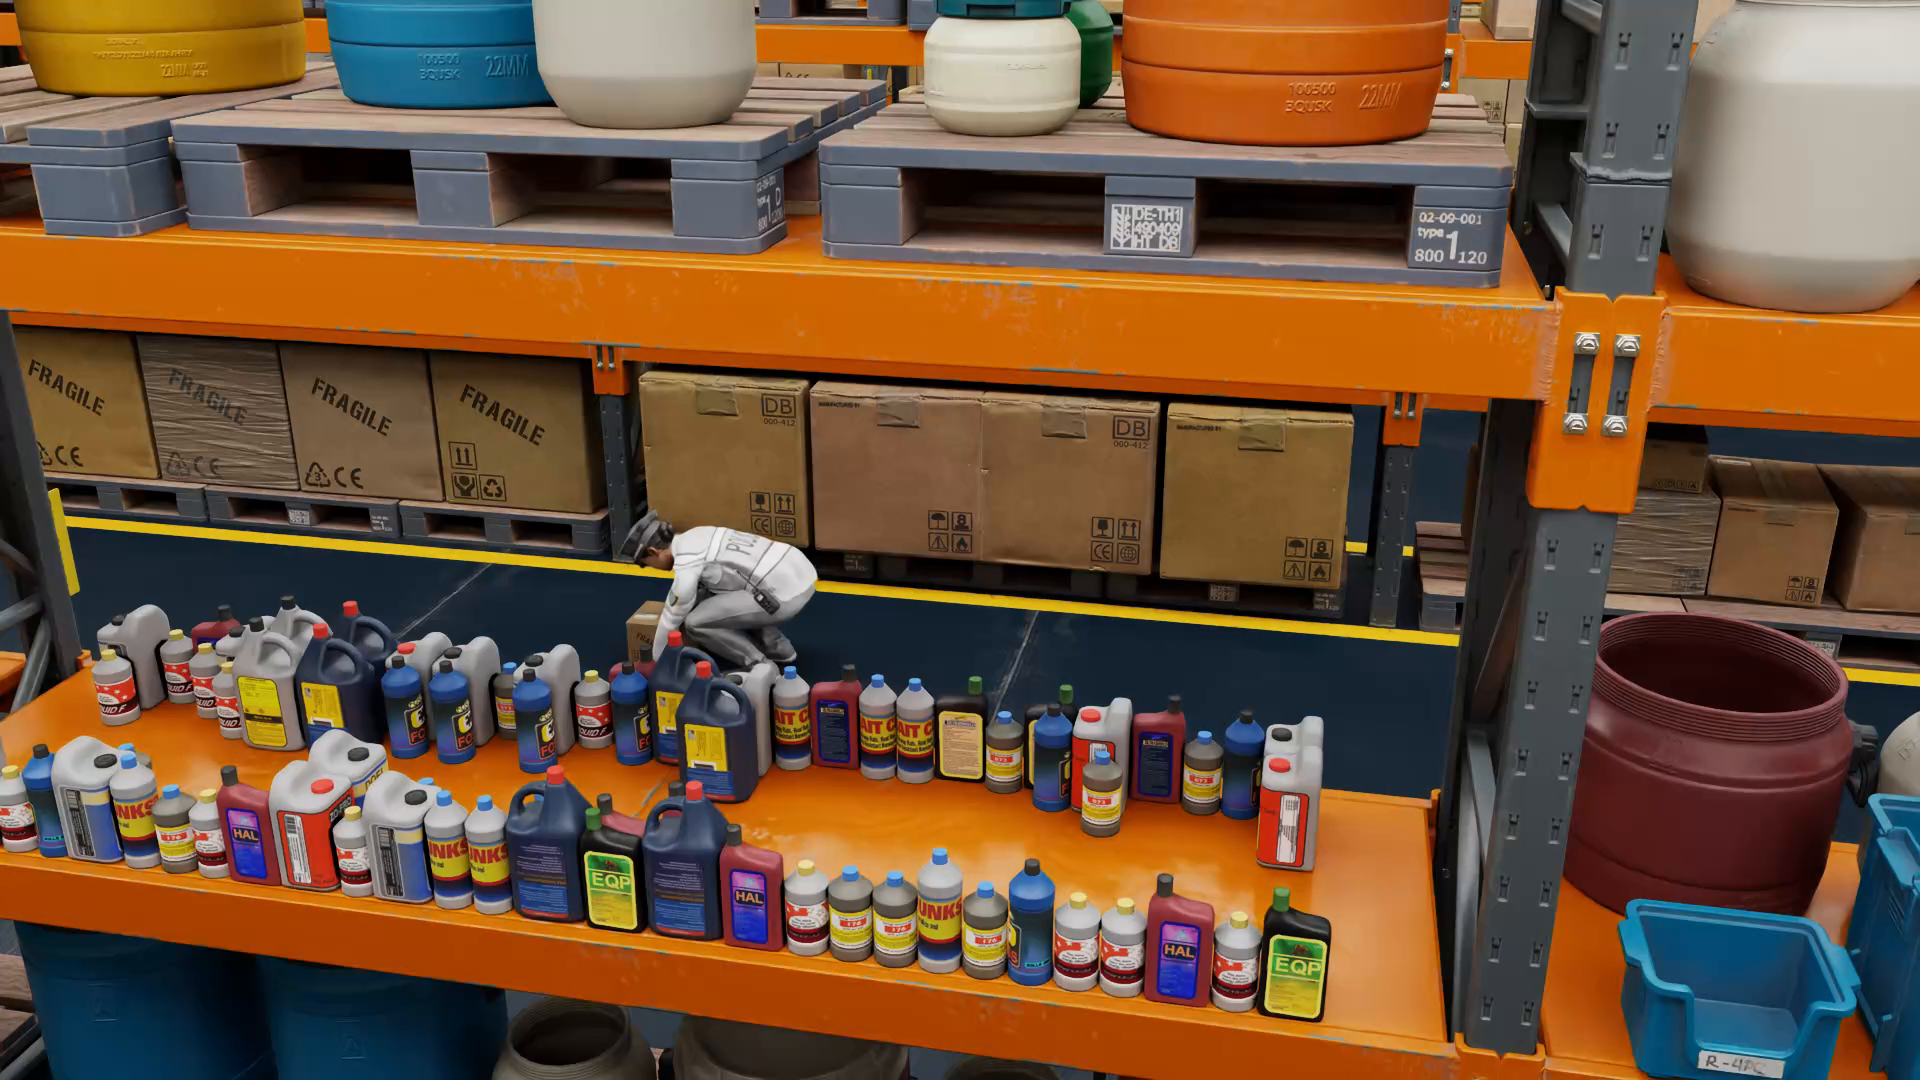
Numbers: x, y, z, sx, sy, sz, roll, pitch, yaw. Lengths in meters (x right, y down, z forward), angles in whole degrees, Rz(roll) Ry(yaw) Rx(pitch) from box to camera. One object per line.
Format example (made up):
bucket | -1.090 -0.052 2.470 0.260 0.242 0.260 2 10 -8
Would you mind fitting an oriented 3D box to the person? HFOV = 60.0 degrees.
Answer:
person | -1.113 0.266 7.693 0.898 0.823 0.464 5 22 11
